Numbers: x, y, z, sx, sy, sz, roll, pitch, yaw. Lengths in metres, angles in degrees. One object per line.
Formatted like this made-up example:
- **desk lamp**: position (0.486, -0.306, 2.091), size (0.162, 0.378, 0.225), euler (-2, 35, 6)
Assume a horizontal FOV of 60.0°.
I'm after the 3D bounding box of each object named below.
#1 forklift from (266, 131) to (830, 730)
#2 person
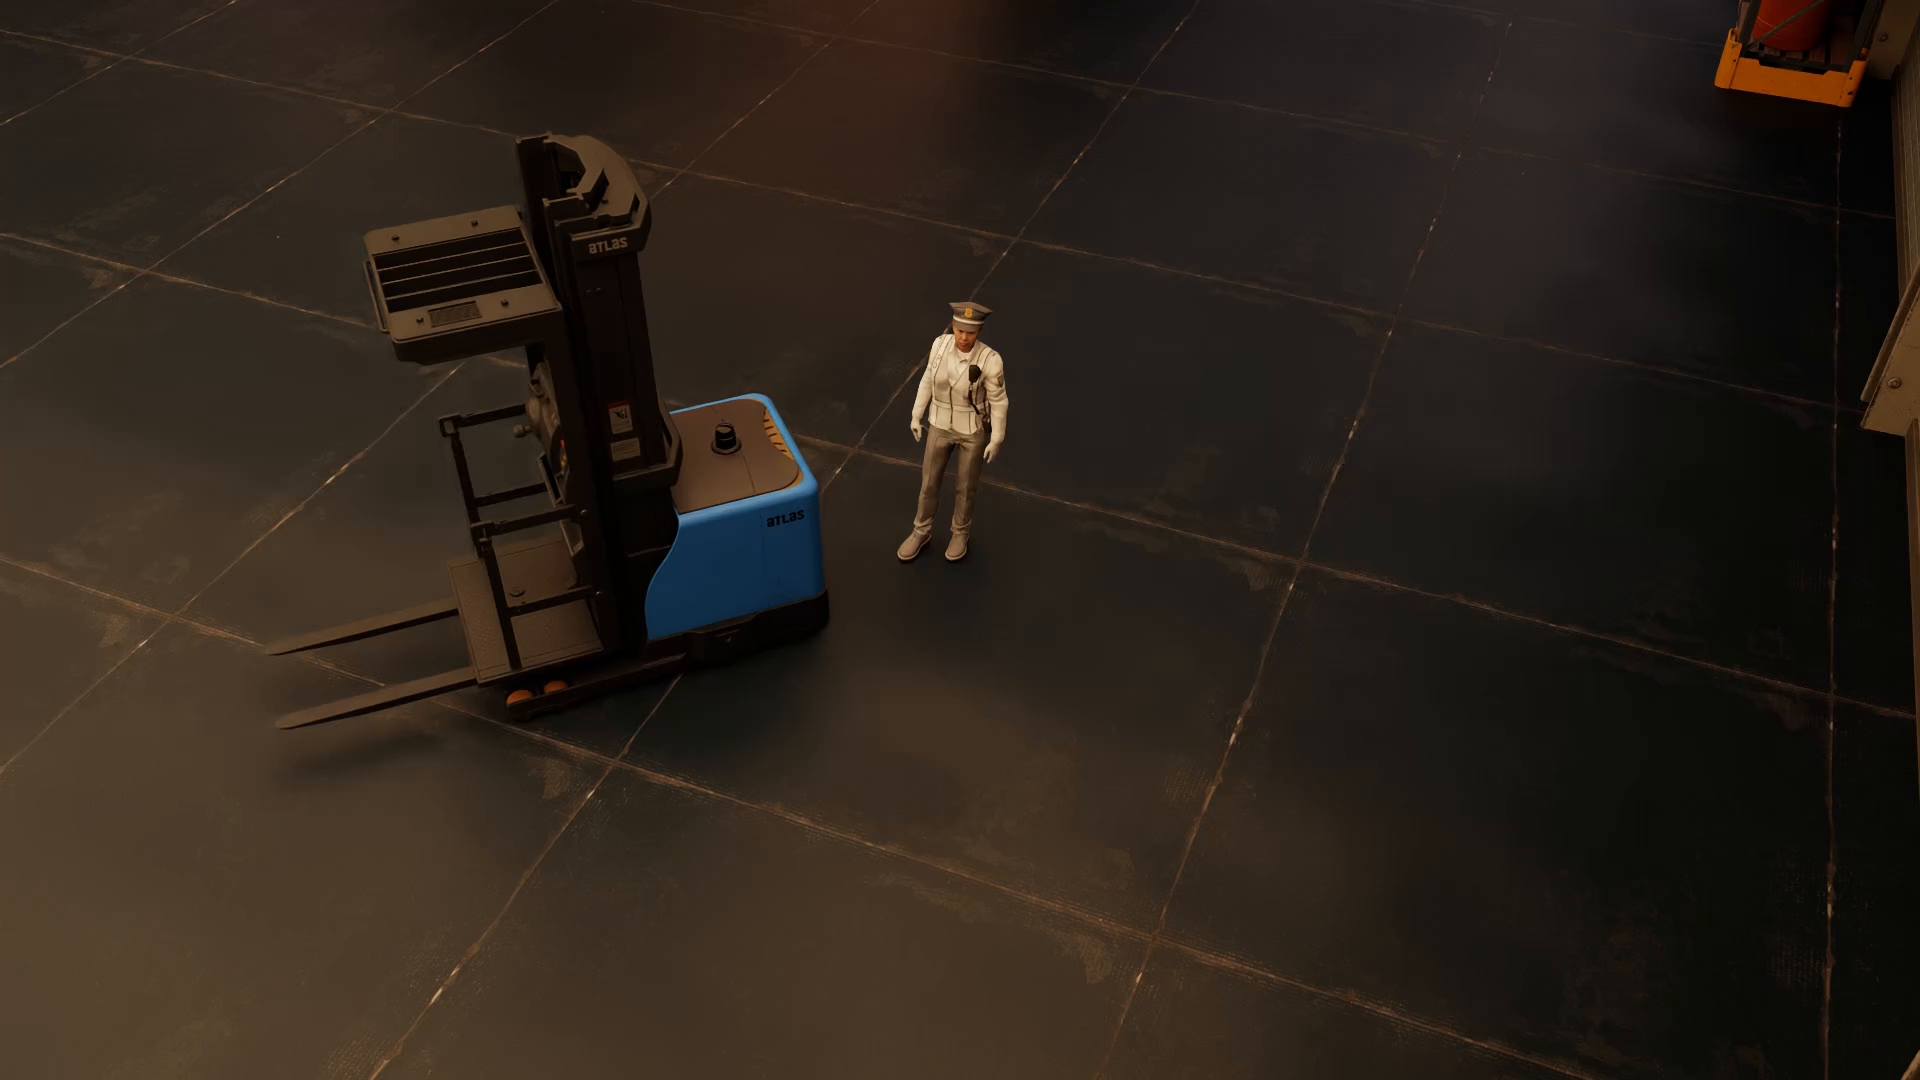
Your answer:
- **forklift**: position (-2.324, -0.526, 8.635), size (3.031, 2.935, 1.130), euler (-15, 42, -17)
- **person**: position (-0.040, -0.614, 9.702), size (0.570, 1.685, 0.534), euler (15, 42, 17)
